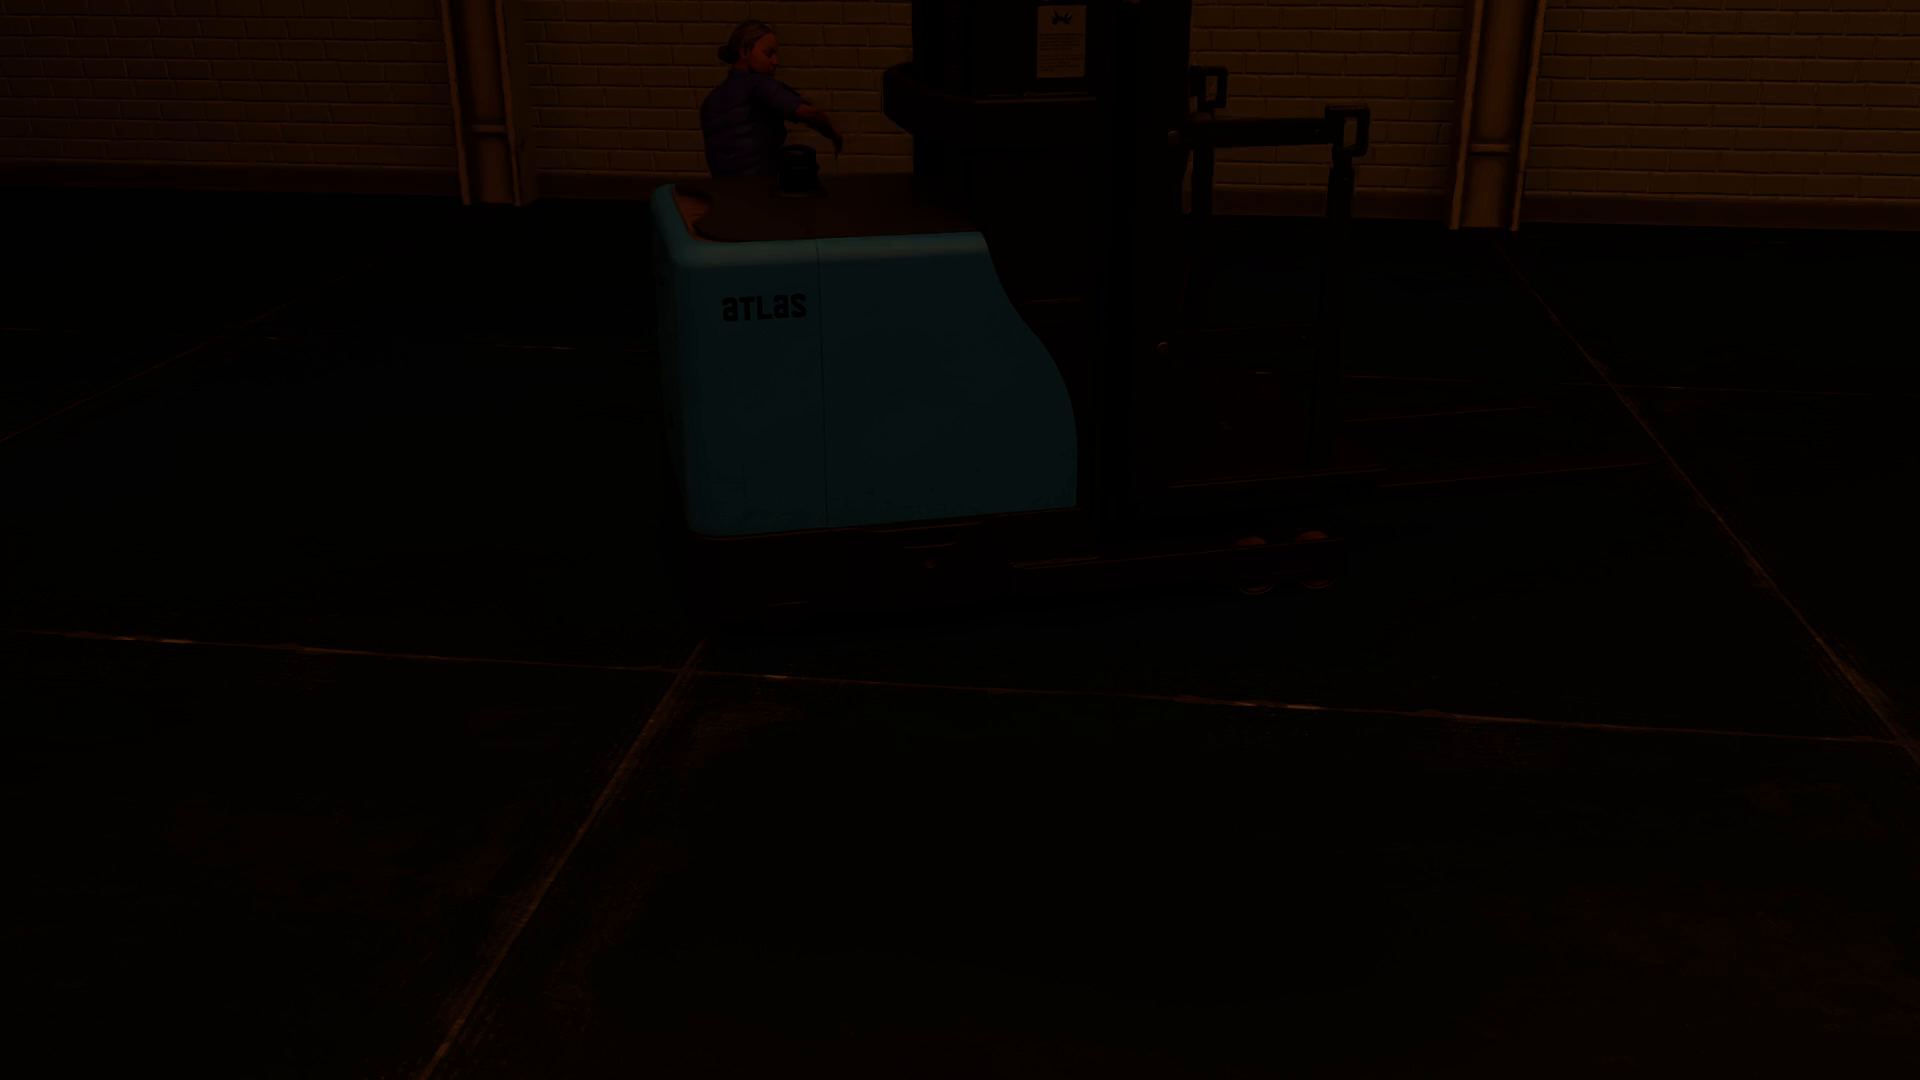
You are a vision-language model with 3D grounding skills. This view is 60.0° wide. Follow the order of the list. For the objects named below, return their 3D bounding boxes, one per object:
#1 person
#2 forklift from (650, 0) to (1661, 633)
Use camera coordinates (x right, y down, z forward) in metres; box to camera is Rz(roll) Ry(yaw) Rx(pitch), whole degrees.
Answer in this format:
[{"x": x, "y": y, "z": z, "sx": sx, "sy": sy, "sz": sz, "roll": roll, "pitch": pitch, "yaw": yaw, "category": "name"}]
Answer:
[{"x": -0.767, "y": -1.406, "z": 6.856, "sx": 0.728, "sy": 1.414, "sz": 0.835, "roll": 11, "pitch": 24, "yaw": 26, "category": "person"}, {"x": 0.641, "y": -1.387, "z": 4.697, "sx": 3.031, "sy": 2.935, "sz": 1.130, "roll": -5, "pitch": 22, "yaw": -12, "category": "forklift"}]
